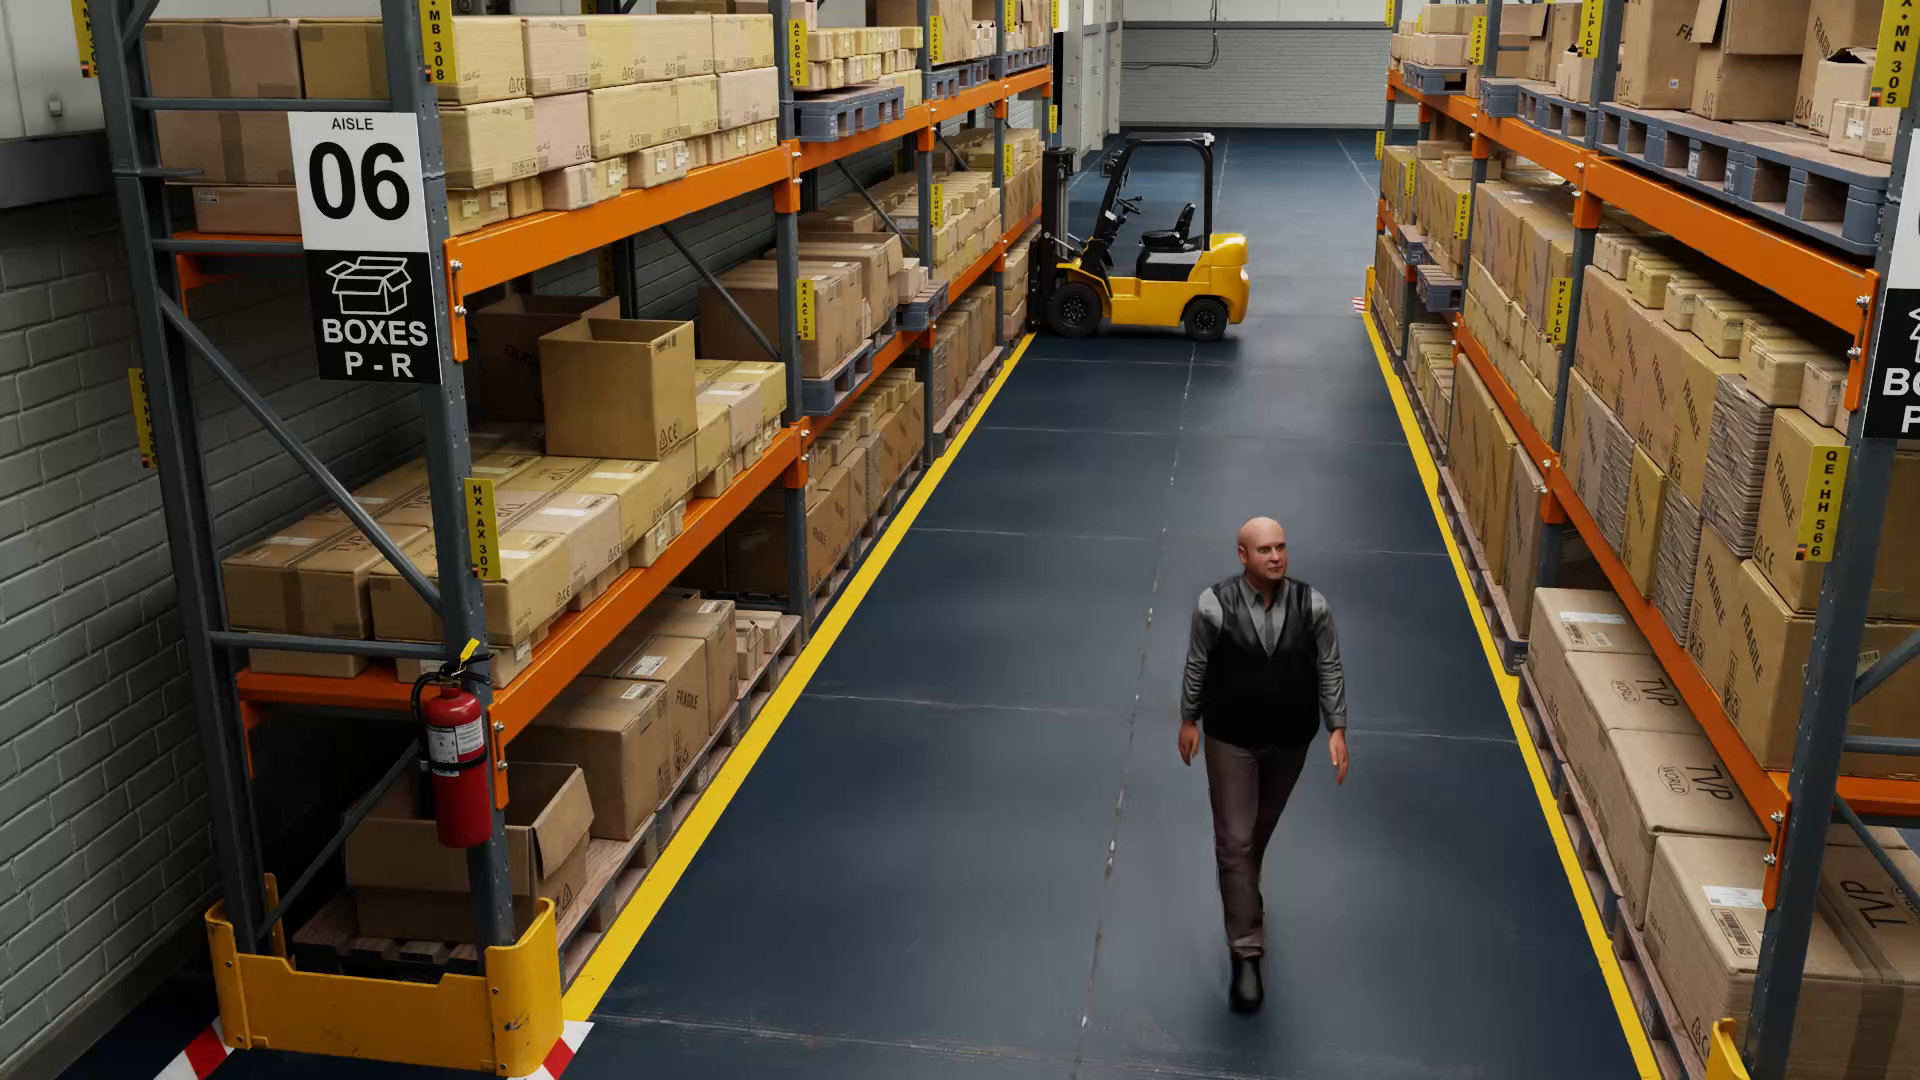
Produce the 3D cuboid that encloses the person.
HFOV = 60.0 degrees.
[{"bbox_3d":[1.150,0.755,6.191,0.575,1.670,0.978,-2,18,-6],"label":"person"}]
